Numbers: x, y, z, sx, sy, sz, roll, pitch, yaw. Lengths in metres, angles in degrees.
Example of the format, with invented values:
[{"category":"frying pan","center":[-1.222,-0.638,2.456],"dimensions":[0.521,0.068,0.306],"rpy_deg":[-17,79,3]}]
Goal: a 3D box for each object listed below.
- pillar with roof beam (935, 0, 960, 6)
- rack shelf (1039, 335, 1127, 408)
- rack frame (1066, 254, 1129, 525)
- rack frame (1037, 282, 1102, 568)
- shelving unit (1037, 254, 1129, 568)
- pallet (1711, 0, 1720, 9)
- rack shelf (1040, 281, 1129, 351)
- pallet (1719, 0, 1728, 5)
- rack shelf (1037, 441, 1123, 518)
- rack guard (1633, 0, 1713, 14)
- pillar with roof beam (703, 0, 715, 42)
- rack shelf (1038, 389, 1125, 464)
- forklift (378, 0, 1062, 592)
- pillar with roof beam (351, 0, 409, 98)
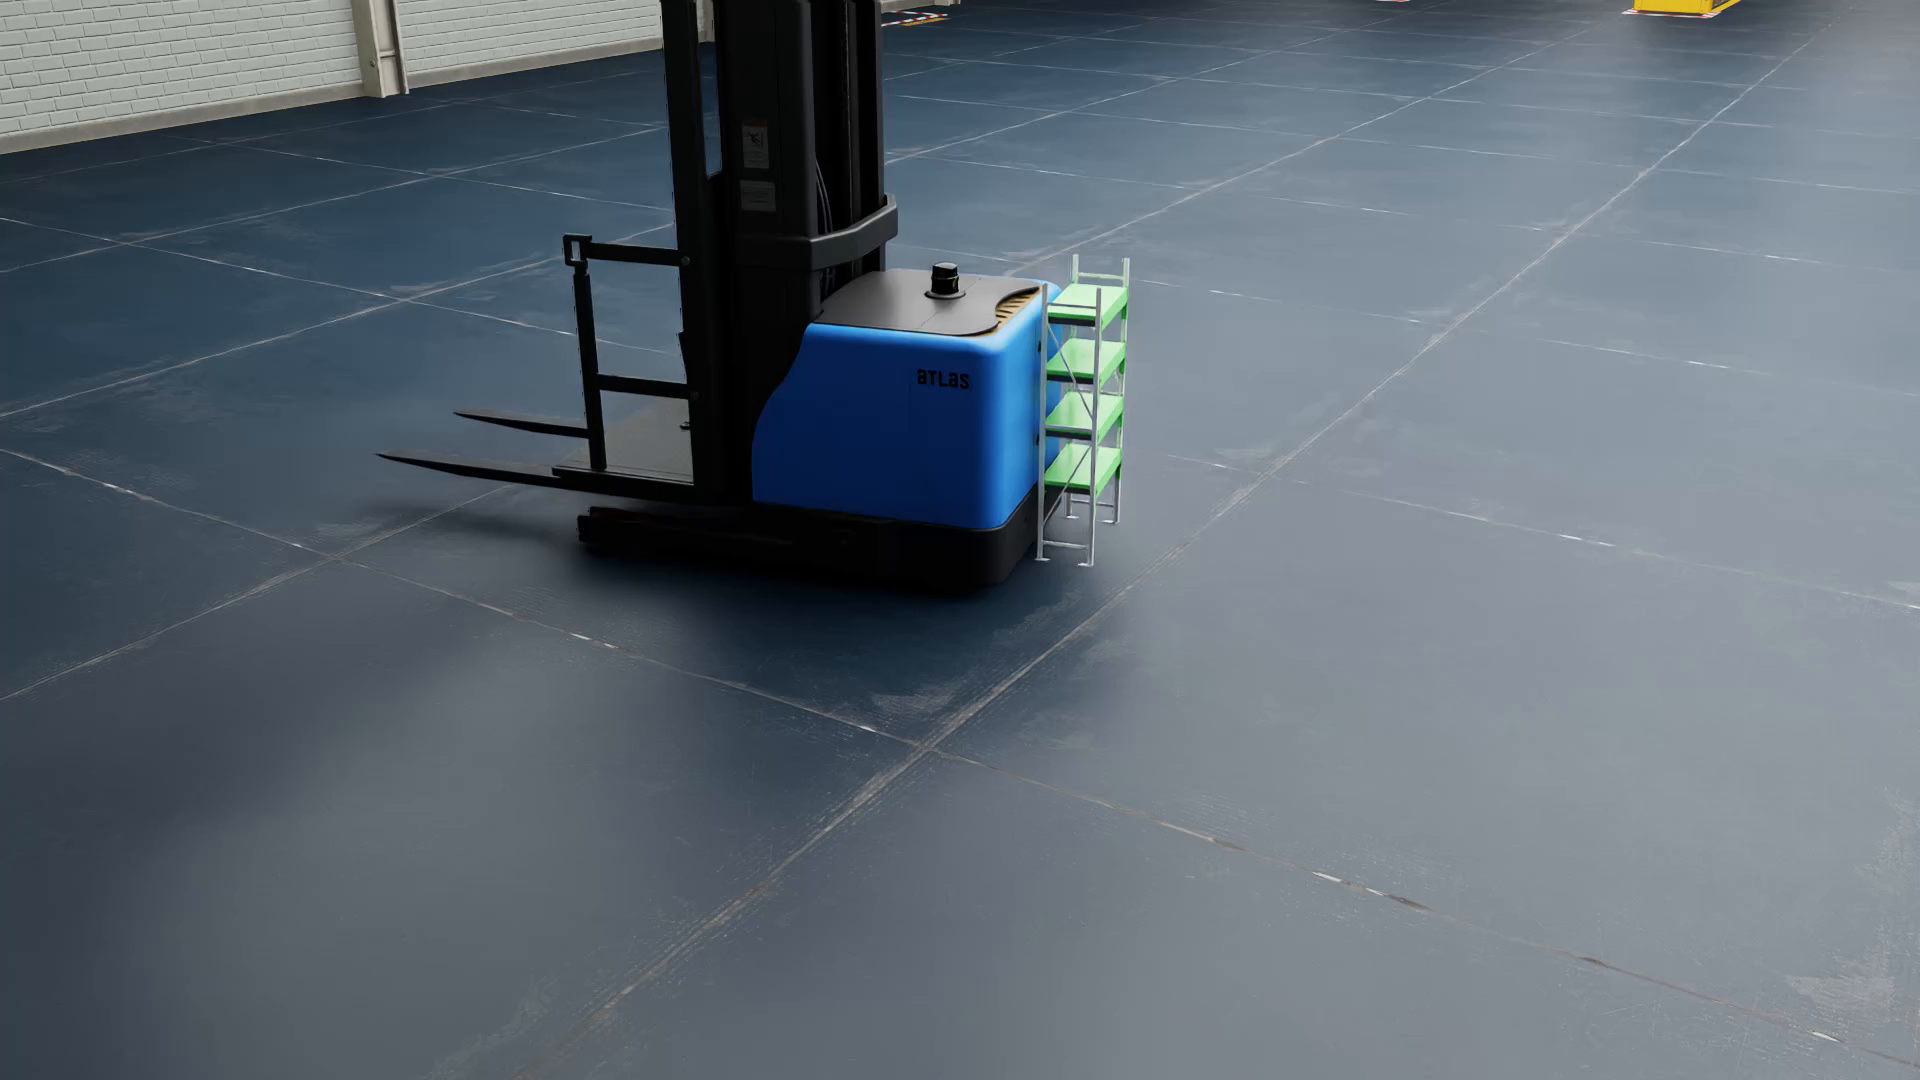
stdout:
[{"category":"pillar with roof beam","center":[3.428,-12.374,24.506],"dimensions":[9.100,9.000,0.400],"rpy_deg":[14,27,29]},{"category":"rack shelf","center":[0.517,-0.706,6.927],"dimensions":[0.258,0.148,0.480],"rpy_deg":[7,24,16]},{"category":"rack frame","center":[0.591,-0.637,7.211],"dimensions":[0.240,1.200,0.015],"rpy_deg":[7,24,16]},{"category":"rack frame","center":[0.442,-0.452,6.784],"dimensions":[0.240,1.200,0.015],"rpy_deg":[7,24,16]},{"category":"shelving unit","center":[0.517,-0.544,6.997],"dimensions":[0.258,1.200,0.503],"rpy_deg":[7,24,16]},{"category":"pallet","center":[12.151,-9.083,27.966],"dimensions":[1.003,0.211,1.213],"rpy_deg":[14,27,29]},{"category":"rack shelf","center":[0.517,-0.926,6.832],"dimensions":[0.258,0.148,0.480],"rpy_deg":[7,24,16]},{"category":"pallet","center":[12.796,-9.493,28.914],"dimensions":[1.003,0.211,1.213],"rpy_deg":[14,27,29]},{"category":"rack shelf","center":[0.517,-0.266,7.118],"dimensions":[0.258,0.148,0.480],"rpy_deg":[7,24,16]},{"category":"rack guard","center":[11.718,-8.943,27.278],"dimensions":[1.175,0.500,0.348],"rpy_deg":[14,27,29]},{"category":"pillar with roof beam","center":[0.263,-10.349,19.828],"dimensions":[9.100,9.000,0.400],"rpy_deg":[14,27,29]},{"category":"rack shelf","center":[0.517,-0.486,7.023],"dimensions":[0.258,0.148,0.480],"rpy_deg":[7,24,16]},{"category":"forklift","center":[-1.121,-1.470,6.956],"dimensions":[3.031,2.935,1.130],"rpy_deg":[7,25,17]},{"category":"pillar with roof beam","center":[-2.902,-8.324,15.151],"dimensions":[9.100,9.000,0.400],"rpy_deg":[14,27,29]}]
